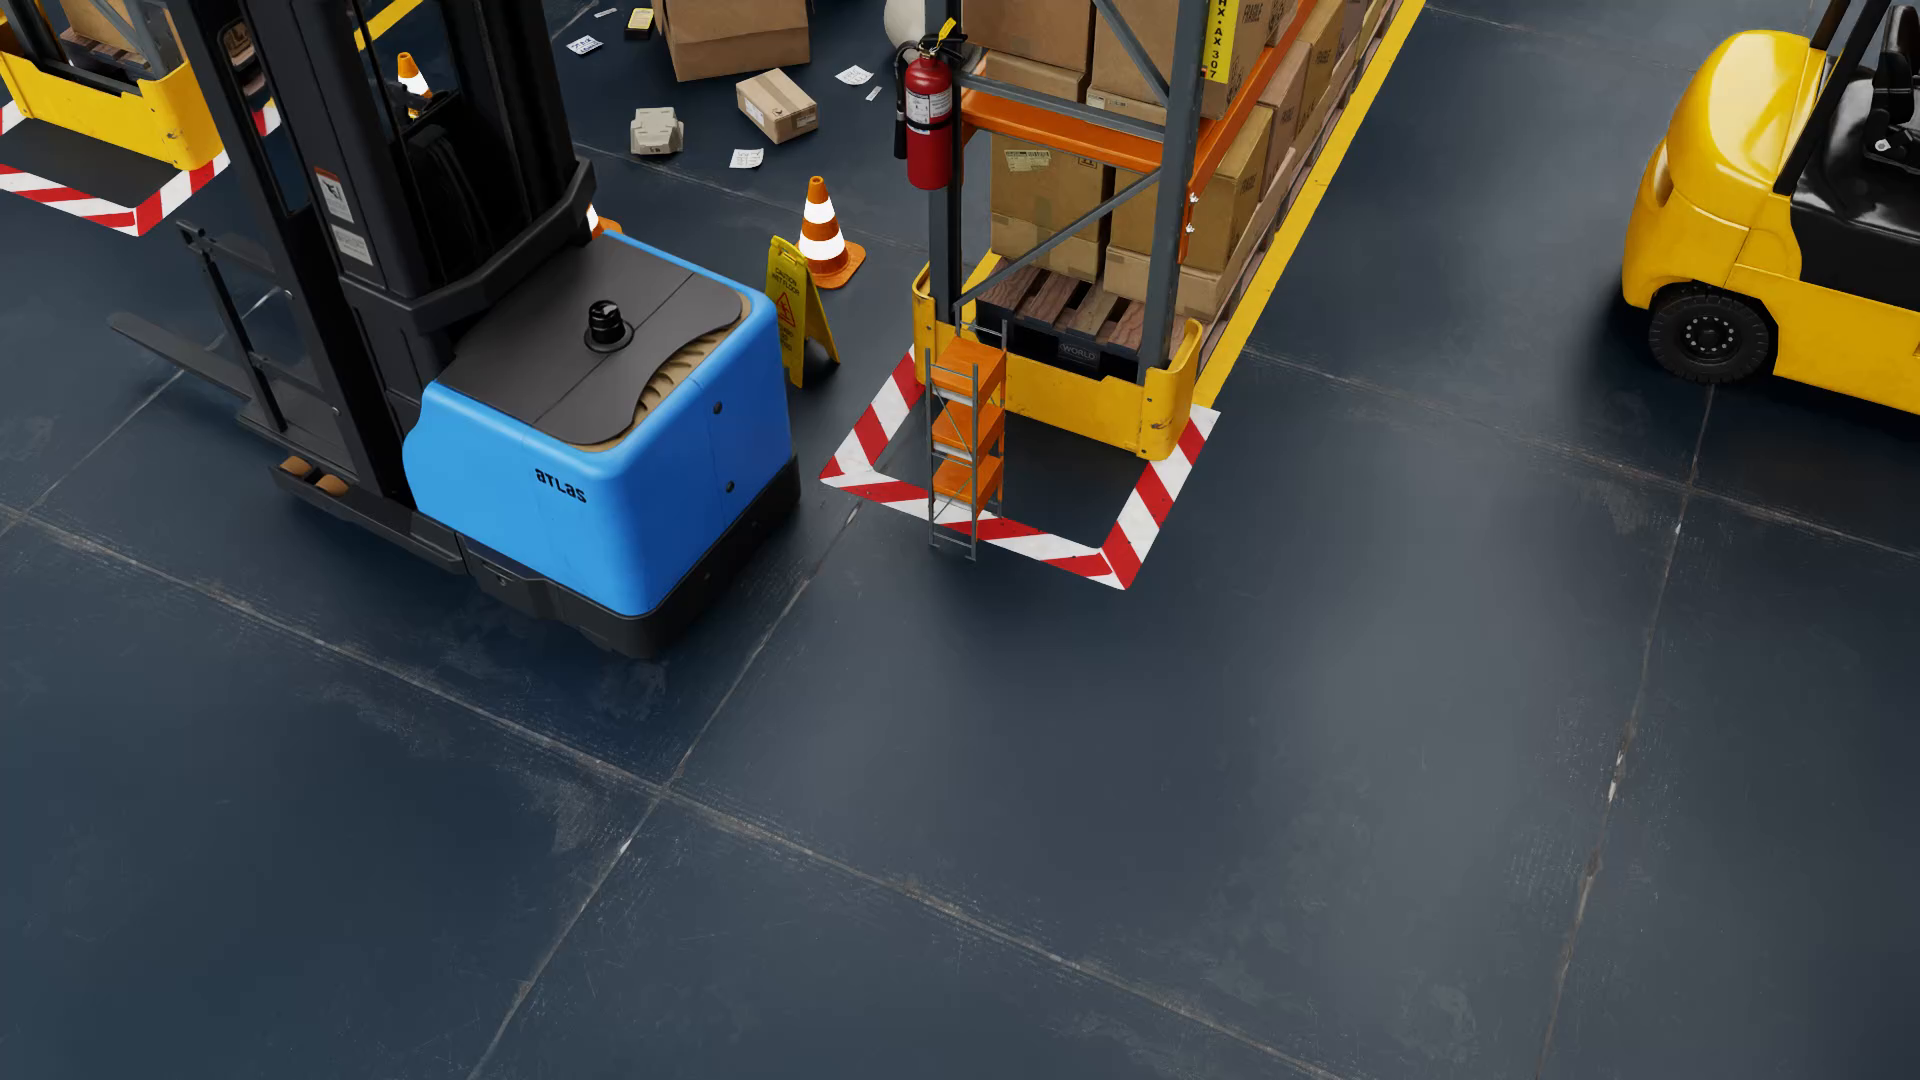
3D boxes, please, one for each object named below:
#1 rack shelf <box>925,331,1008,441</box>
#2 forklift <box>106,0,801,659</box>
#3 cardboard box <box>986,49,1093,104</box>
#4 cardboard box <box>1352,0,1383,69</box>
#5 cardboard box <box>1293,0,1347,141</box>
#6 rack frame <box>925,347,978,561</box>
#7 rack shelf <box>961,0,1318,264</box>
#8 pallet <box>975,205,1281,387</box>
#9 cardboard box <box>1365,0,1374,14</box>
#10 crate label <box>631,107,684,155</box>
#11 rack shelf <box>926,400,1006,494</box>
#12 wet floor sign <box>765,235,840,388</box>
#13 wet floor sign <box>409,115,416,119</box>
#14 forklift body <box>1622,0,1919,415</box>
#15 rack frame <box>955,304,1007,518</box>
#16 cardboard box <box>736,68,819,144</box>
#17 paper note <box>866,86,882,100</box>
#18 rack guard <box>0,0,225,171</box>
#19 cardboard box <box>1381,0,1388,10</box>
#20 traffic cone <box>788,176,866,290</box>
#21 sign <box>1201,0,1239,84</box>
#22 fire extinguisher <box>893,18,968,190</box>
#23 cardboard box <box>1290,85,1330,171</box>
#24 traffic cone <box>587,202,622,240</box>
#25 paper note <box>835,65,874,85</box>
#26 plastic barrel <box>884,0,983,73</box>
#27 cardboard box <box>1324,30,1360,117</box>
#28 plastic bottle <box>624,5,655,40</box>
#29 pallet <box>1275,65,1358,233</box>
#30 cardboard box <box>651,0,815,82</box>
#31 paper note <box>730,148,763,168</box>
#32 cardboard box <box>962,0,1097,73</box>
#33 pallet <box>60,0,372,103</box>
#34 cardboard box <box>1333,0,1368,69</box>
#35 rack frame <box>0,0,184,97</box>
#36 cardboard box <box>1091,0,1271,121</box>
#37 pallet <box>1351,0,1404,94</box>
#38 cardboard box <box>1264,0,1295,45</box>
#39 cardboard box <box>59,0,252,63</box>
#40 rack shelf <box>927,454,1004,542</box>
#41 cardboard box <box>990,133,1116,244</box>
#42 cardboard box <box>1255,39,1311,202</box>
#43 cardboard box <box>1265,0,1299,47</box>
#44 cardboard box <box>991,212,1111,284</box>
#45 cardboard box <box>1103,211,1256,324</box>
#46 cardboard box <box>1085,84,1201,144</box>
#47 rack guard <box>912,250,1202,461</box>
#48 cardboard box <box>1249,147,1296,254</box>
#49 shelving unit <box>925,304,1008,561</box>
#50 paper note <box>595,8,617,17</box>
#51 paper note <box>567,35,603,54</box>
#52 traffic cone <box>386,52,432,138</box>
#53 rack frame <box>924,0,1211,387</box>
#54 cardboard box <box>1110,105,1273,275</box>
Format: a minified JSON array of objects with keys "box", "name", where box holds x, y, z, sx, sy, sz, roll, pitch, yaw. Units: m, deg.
[{"box":[0.023,-0.554,5.988,0.215,0.259,0.240,20,52,16],"name":"rack shelf"},{"box":[-2.163,-1.370,5.807,3.031,2.935,1.130,24,54,19],"name":"forklift"},{"box":[0.320,-1.781,6.276,0.380,0.149,0.250,21,53,17],"name":"cardboard box"},{"box":[1.834,-2.671,8.398,0.500,0.250,0.500,19,52,15],"name":"cardboard box"},{"box":[1.399,-2.210,7.513,0.500,0.500,0.500,21,53,17],"name":"cardboard box"},{"box":[-0.029,-0.293,6.125,0.200,1.050,0.008,20,52,16],"name":"rack frame"},{"box":[1.208,-2.680,7.348,1.077,0.370,4.000,20,52,16],"name":"rack shelf"},{"box":[0.765,-1.232,7.475,1.003,0.211,1.213,20,52,16],"name":"pallet"},{"box":[1.836,-2.933,8.128,0.500,0.500,0.500,21,53,17],"name":"cardboard box"},{"box":[-1.498,-2.012,8.188,0.250,0.136,0.298,-4,50,-3],"name":"crate label"},{"box":[0.023,-0.370,6.205,0.215,0.259,0.240,20,52,16],"name":"rack shelf"},{"box":[-0.695,-0.990,6.984,0.232,0.644,0.267,-37,59,-27],"name":"wet floor sign"},{"box":[-2.388,-1.650,7.545,0.267,0.644,0.232,12,51,10],"name":"wet floor sign"},{"box":[4.003,-1.548,6.470,2.313,2.155,1.214,20,52,16],"name":"forklift body"},{"box":[0.075,-0.461,6.268,0.200,1.050,0.008,20,52,16],"name":"rack frame"},{"box":[-0.914,-2.171,8.315,0.250,0.149,0.380,-28,55,-22],"name":"cardboard box"},{"box":[-0.439,-2.284,8.502,0.032,0.001,0.123,20,52,16],"name":"paper note"},{"box":[-4.176,-2.250,8.151,1.175,0.500,0.348,20,52,16],"name":"rack guard"},{"box":[2.053,-3.041,8.712,0.500,0.250,0.500,22,53,18],"name":"cardboard box"},{"box":[-0.629,-1.429,7.478,0.336,0.463,0.334,20,52,16],"name":"traffic cone"},{"box":[0.844,-1.640,5.422,0.100,0.325,0.005,20,52,16],"name":"sign"},{"box":[-0.112,-1.582,5.992,0.296,0.674,0.183,20,52,16],"name":"fire extinguisher"},{"box":[1.394,-1.975,7.806,0.500,0.250,0.500,23,53,18],"name":"cardboard box"},{"box":[-1.778,-1.556,7.586,0.336,0.463,0.334,20,52,16],"name":"traffic cone"},{"box":[-0.544,-2.404,8.599,0.142,0.019,0.148,-37,59,-27],"name":"paper note"},{"box":[-0.133,-2.616,8.513,0.421,0.421,0.512,-19,52,-16],"name":"plastic barrel"},{"box":[1.613,-2.322,8.101,0.500,0.250,0.500,21,53,17],"name":"cardboard box"},{"box":[-1.699,-2.782,8.892,0.133,0.061,0.283,4,50,3],"name":"plastic bottle"},{"box":[1.287,-2.069,8.187,1.003,0.211,1.213,20,52,16],"name":"pallet"},{"box":[-1.185,-2.760,8.583,0.797,0.503,0.637,-11,51,-9],"name":"cardboard box"},{"box":[-1.043,-1.872,8.138,0.148,0.019,0.142,4,50,3],"name":"paper note"},{"box":[0.336,-2.128,6.145,0.500,0.500,0.500,19,52,15],"name":"cardboard box"},{"box":[-3.895,-2.749,8.766,1.003,0.211,1.213,20,52,16],"name":"pallet"},{"box":[1.619,-2.581,7.829,0.500,0.500,0.500,22,53,18],"name":"cardboard box"},{"box":[-4.165,-3.077,7.214,1.000,3.000,0.127,20,52,16],"name":"rack frame"},{"box":[0.806,-1.900,5.952,0.500,0.500,0.500,19,52,16],"name":"cardboard box"},{"box":[1.807,-2.912,8.905,1.003,0.211,1.213,20,52,16],"name":"pallet"},{"box":[1.025,-2.258,6.256,0.500,0.500,0.500,21,53,17],"name":"cardboard box"},{"box":[-3.936,-3.013,8.278,0.875,0.875,0.875,20,53,16],"name":"cardboard box"},{"box":[0.023,-0.190,6.416,0.215,0.259,0.240,20,52,16],"name":"rack shelf"},{"box":[0.460,-1.660,7.046,0.500,0.500,0.500,20,53,16],"name":"cardboard box"},{"box":[1.177,-1.867,7.222,0.500,0.500,0.500,18,52,15],"name":"cardboard box"},{"box":[1.117,-2.115,6.561,0.380,0.149,0.250,21,53,17],"name":"cardboard box"},{"box":[0.466,-1.441,7.352,0.500,0.250,0.500,20,52,16],"name":"cardboard box"},{"box":[0.948,-1.246,7.186,0.500,0.250,0.500,19,52,16],"name":"cardboard box"},{"box":[0.686,-1.621,6.140,0.380,0.149,0.250,20,52,16],"name":"cardboard box"},{"box":[0.386,-0.778,6.899,1.175,0.500,0.348,20,52,16],"name":"rack guard"},{"box":[1.173,-1.595,7.483,0.500,0.250,0.500,22,53,17],"name":"cardboard box"},{"box":[0.023,-0.377,6.196,0.215,1.050,0.252,20,52,16],"name":"shelving unit"},{"box":[-1.914,-2.849,8.982,0.123,0.001,0.032,-28,55,-22],"name":"paper note"},{"box":[-1.978,-2.613,8.769,0.142,0.017,0.144,-37,59,-27],"name":"paper note"},{"box":[-2.655,-2.158,8.098,0.336,0.463,0.334,20,52,16],"name":"traffic cone"},{"box":[0.353,-1.536,5.902,1.000,3.000,0.127,20,52,16],"name":"rack frame"},{"box":[0.957,-1.506,6.914,0.500,0.500,0.500,18,52,15],"name":"cardboard box"}]
